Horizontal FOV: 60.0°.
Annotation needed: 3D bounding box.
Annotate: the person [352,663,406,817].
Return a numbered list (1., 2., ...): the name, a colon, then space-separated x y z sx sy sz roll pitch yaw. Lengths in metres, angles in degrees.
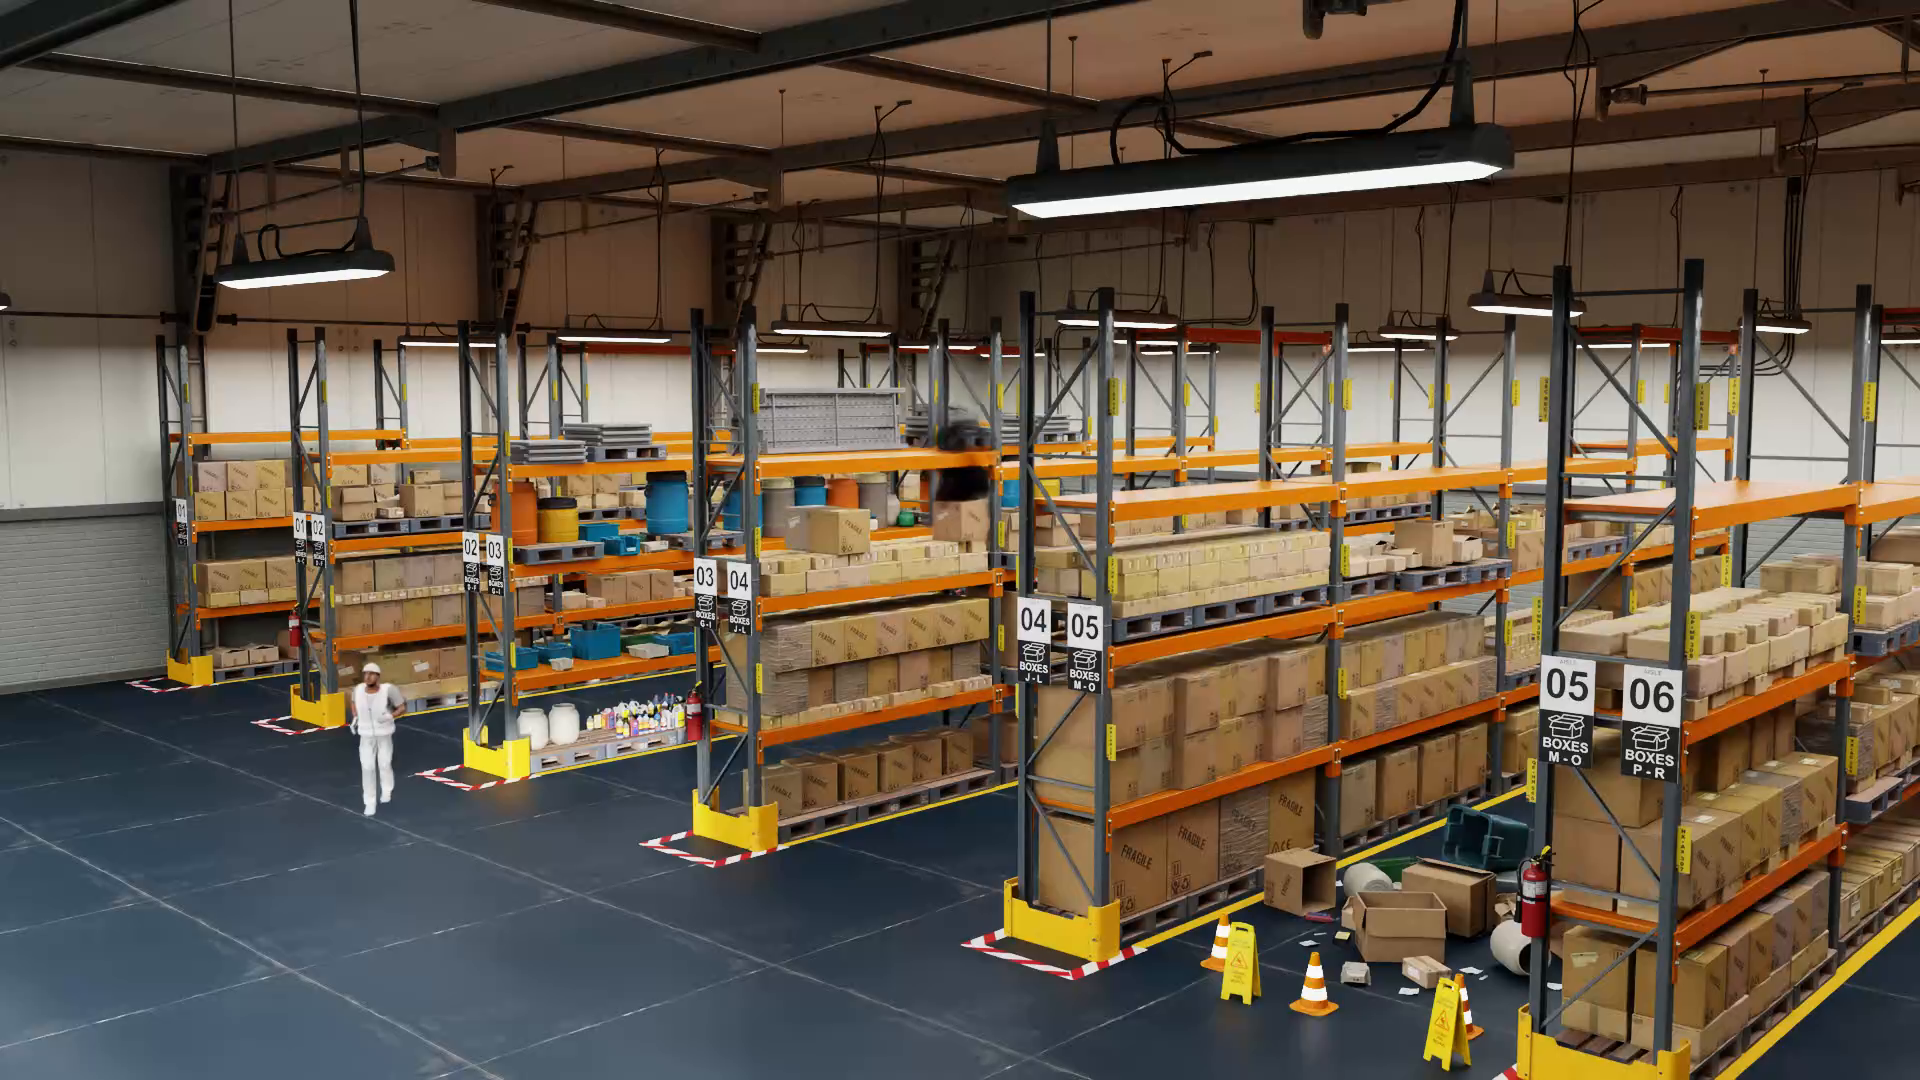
1. person: -7.069 2.387 20.194 0.654 1.839 0.783 -1 5 -8
